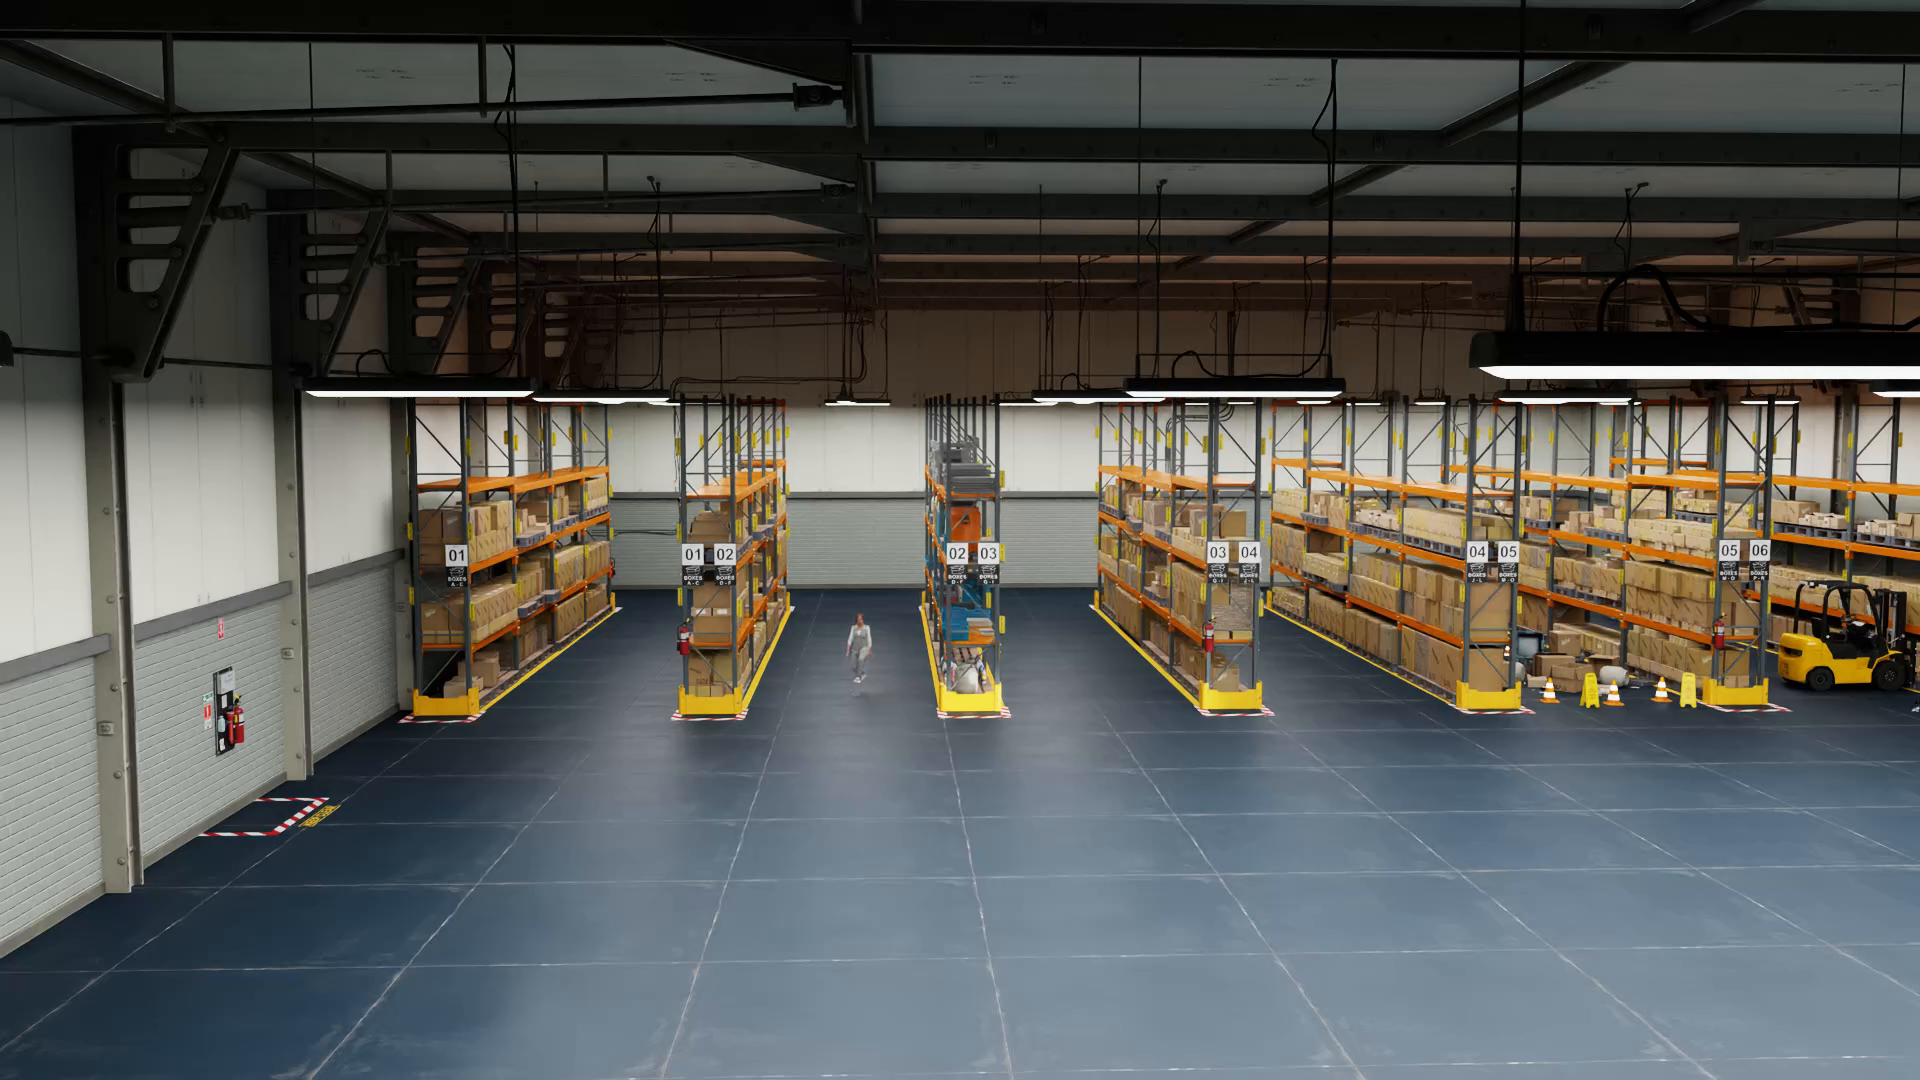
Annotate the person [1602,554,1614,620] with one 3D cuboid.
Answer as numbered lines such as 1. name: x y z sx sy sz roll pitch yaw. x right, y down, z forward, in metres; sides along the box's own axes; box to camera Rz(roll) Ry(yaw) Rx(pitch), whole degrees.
1. person: 17.607 1.262 45.159 0.594 1.777 0.426 -4 6 -43

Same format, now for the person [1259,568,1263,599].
1. person: 8.633 1.022 48.854 0.844 1.648 0.488 -3 6 -36

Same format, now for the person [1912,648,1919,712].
1. person: 18.313 2.450 31.353 0.819 1.564 0.429 -1 5 -8

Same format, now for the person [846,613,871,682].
1. person: -2.010 2.151 33.200 0.442 1.389 0.922 1 5 14
